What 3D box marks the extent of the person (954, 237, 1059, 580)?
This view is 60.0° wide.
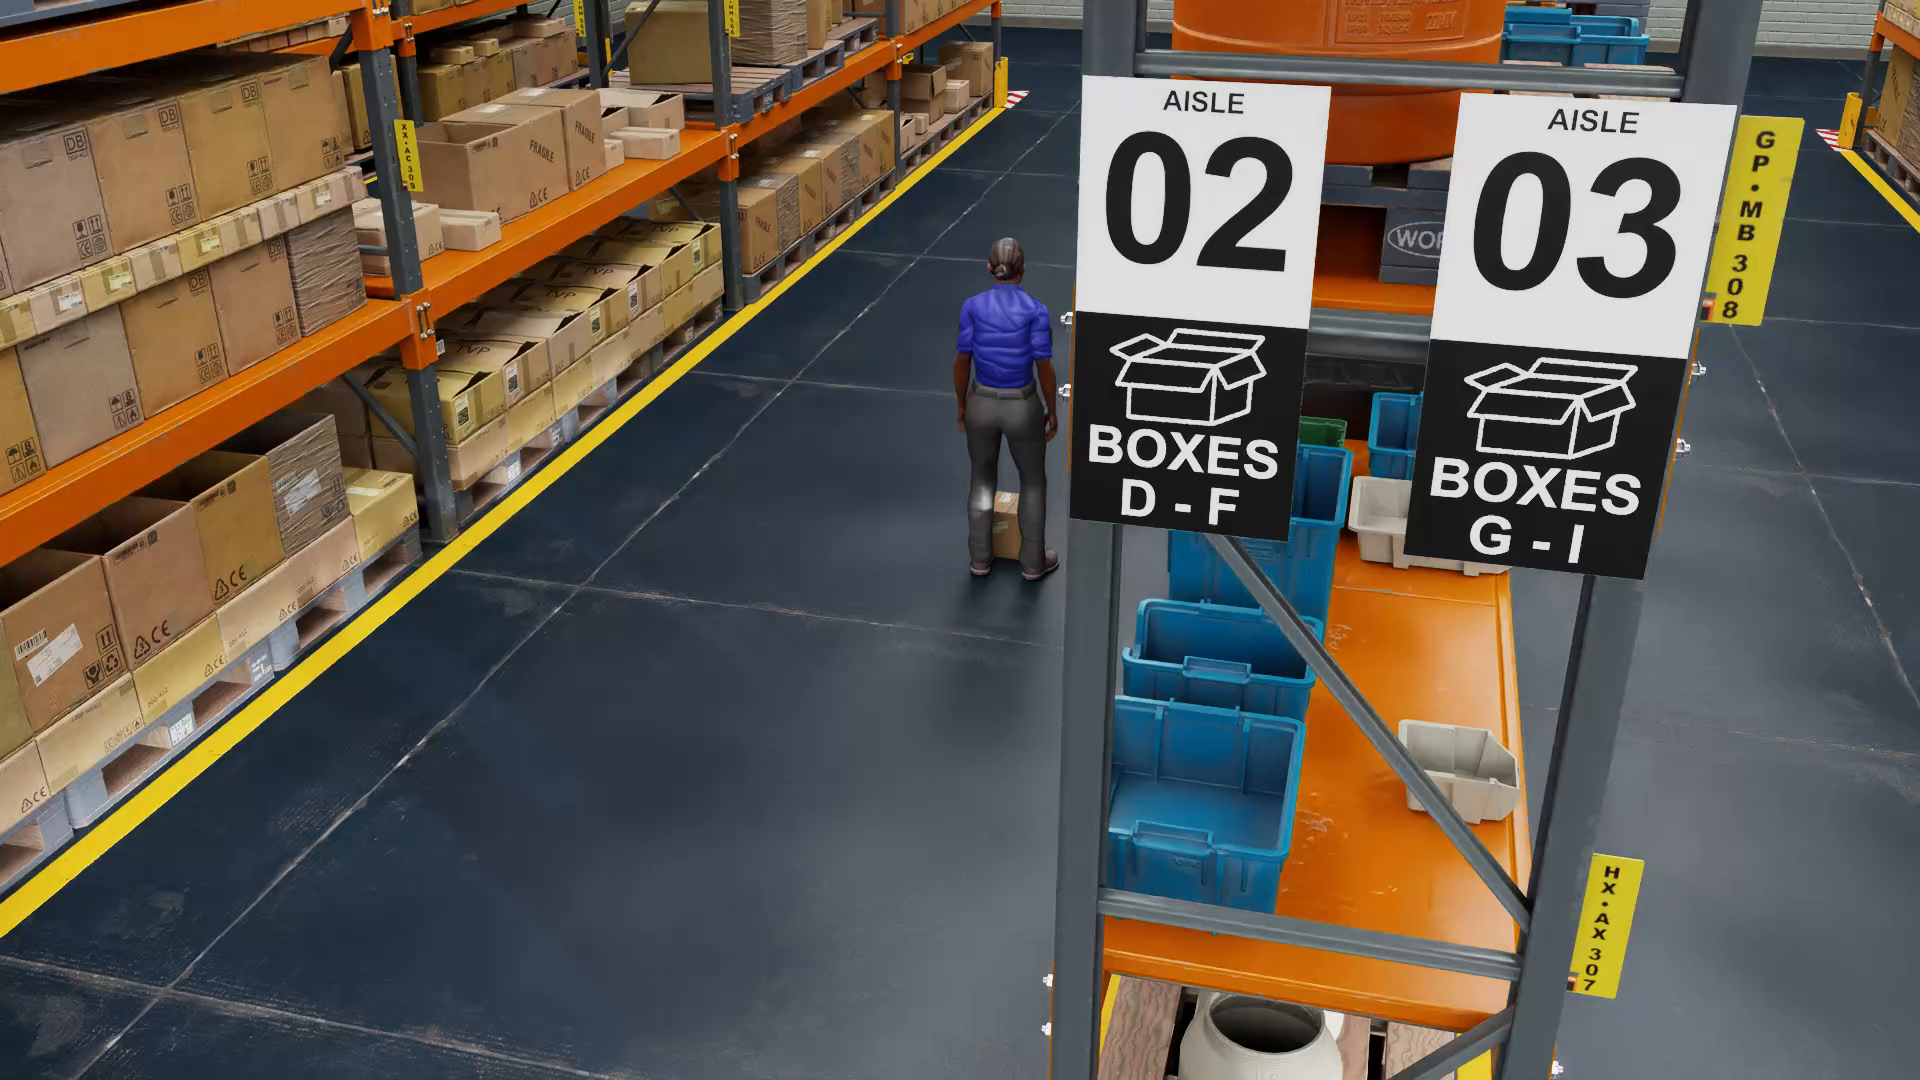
[{"bbox_3d":[0.222,-0.593,7.891,0.505,1.627,0.347,7,26,13],"label":"person"}]
